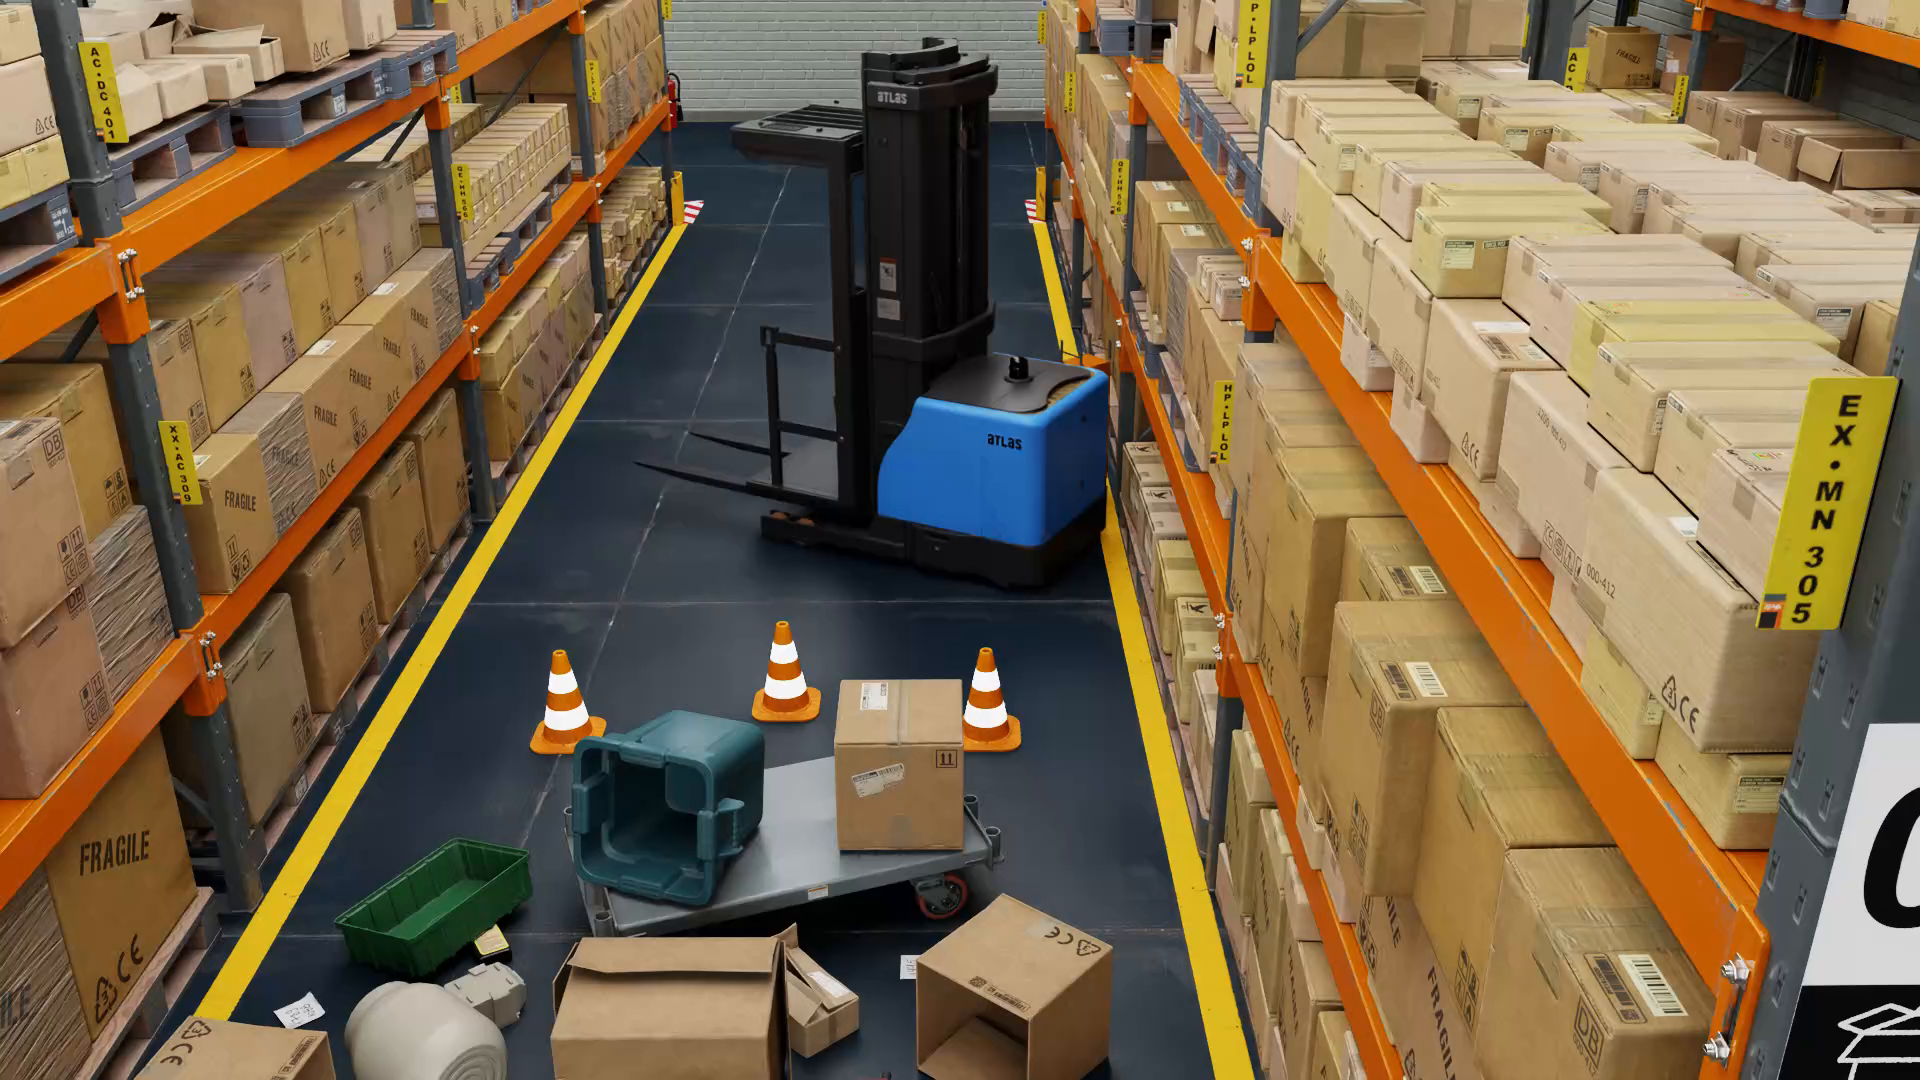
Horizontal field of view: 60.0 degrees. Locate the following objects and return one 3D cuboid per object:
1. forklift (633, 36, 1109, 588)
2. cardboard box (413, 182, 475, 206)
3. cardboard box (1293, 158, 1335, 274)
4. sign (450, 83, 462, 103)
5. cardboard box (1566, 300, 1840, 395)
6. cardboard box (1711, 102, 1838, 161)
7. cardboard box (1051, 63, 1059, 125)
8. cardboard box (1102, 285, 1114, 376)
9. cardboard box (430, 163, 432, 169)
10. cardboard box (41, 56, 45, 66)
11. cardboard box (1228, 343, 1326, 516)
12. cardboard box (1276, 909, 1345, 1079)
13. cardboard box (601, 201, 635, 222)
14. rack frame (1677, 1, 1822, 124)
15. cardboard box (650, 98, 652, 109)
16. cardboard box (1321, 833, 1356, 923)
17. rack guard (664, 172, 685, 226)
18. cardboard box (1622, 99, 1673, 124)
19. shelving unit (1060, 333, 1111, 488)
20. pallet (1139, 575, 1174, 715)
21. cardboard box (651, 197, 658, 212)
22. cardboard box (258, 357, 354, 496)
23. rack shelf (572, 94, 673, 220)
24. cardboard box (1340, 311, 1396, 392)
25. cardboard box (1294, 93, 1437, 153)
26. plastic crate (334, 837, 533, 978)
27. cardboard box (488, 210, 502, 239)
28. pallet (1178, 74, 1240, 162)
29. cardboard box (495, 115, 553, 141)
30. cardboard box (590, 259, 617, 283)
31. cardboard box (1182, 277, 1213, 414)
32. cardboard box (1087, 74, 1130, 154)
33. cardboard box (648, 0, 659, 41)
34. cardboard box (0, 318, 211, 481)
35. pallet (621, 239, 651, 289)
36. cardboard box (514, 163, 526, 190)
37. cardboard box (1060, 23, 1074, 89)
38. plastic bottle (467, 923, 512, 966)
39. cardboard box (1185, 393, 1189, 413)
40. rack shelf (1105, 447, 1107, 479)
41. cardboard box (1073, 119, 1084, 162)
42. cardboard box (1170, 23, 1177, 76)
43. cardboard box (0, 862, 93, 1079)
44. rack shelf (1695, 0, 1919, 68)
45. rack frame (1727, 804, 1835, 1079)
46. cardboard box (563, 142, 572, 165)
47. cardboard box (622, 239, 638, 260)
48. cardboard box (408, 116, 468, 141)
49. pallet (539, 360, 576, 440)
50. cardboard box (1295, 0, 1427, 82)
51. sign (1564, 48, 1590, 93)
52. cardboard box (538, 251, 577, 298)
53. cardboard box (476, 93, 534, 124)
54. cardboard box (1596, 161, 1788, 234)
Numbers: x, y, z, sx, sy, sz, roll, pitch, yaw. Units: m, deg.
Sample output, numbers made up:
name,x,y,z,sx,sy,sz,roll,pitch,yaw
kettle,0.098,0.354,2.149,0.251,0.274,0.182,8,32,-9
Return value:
name,x,y,z,sx,sy,sz,roll,pitch,yaw
forklift,-0.646,-1.477,9.959,3.031,2.935,1.130,12,27,25
cardboard box,-3.268,-2.146,10.427,0.380,0.149,0.250,-1,24,-2
cardboard box,1.287,-0.950,4.892,0.500,0.250,0.500,0,24,-1
sign,-4.037,-3.533,13.370,0.100,0.325,0.005,0,24,-1
cardboard box,1.349,-0.333,3.043,0.380,0.149,0.250,0,24,0
cardboard box,6.205,-3.055,12.733,0.700,0.500,0.500,0,24,0
cardboard box,1.150,-4.284,15.962,0.500,0.500,0.500,0,24,-1
cardboard box,1.559,-1.804,12.667,0.875,0.875,0.875,0,24,1
cardboard box,-3.931,-2.651,11.906,0.380,0.149,0.250,-1,24,-1
cardboard box,-3.575,-1.673,6.220,0.500,0.250,0.500,0,24,0
cardboard box,1.330,-0.366,5.723,0.700,0.500,0.500,-1,24,-1
cardboard box,1.300,1.487,5.239,0.500,0.500,0.500,1,24,2
cardboard box,-3.282,-3.094,15.680,0.380,0.149,0.250,0,24,0
rack frame,6.418,-3.232,13.755,1.000,3.000,0.127,0,24,-1
cardboard box,-3.269,-4.339,16.508,0.380,0.149,0.250,0,24,-1
cardboard box,1.260,0.965,4.780,0.380,0.149,0.250,0,24,-1
rack guard,-3.537,-3.622,17.651,1.175,0.500,0.348,0,24,-1
cardboard box,6.148,-3.714,14.643,0.500,0.250,0.500,0,24,0
shelving unit,0.796,-0.784,10.709,0.252,1.050,0.215,-18,30,-35
pallet,1.515,0.535,8.812,1.003,0.211,1.213,0,24,-1
cardboard box,-3.239,-3.390,16.694,0.380,0.149,0.250,-1,24,-3
cardboard box,-3.153,-0.525,7.649,0.500,0.500,0.500,0,24,-1
rack shelf,-3.516,-3.640,15.532,1.077,0.370,4.000,0,24,-1
cardboard box,1.226,-0.502,4.386,0.380,0.149,0.250,-1,24,-2
cardboard box,1.251,-1.289,5.156,0.380,0.149,0.250,0,24,1
plastic crate,-2.095,1.473,6.695,0.450,0.188,0.662,3,22,31
cardboard box,-3.264,-2.091,11.028,0.380,0.149,0.250,1,24,2
pallet,1.627,-1.875,7.343,1.213,0.211,1.003,0,24,-1
cardboard box,-3.290,-3.110,12.560,0.380,0.149,0.250,-1,24,-2
cardboard box,-3.178,-2.323,14.334,0.380,0.149,0.250,1,24,2
cardboard box,1.301,-0.890,7.586,0.500,0.500,0.500,1,24,1
cardboard box,1.208,-3.110,12.152,0.500,0.500,0.500,-1,24,-2
cardboard box,-3.284,-5.241,16.503,0.500,0.500,0.500,-1,24,-2
cardboard box,-3.418,-0.553,6.498,0.700,0.500,0.500,-1,24,-1
pallet,-3.553,-2.654,15.862,1.003,0.211,1.213,0,24,-1
cardboard box,-3.278,-2.550,11.682,0.380,0.149,0.250,1,24,1
cardboard box,1.161,-4.321,14.829,0.500,0.500,0.500,0,24,0
plastic bottle,-1.895,1.599,6.641,0.133,0.061,0.283,-14,28,-28
cardboard box,1.263,-0.619,7.775,0.380,0.149,0.250,0,24,-1
rack shelf,0.796,-0.521,10.828,0.240,0.259,0.215,-18,30,-35
cardboard box,1.177,-3.185,13.227,0.500,0.250,0.500,-1,24,-2
cardboard box,1.334,-2.629,8.946,0.396,0.266,0.258,0,24,-1
cardboard box,-3.457,1.560,5.229,0.875,0.875,0.875,0,24,0
rack shelf,6.439,-3.446,11.463,1.077,0.370,4.000,0,24,-1
rack frame,1.585,1.737,2.769,1.000,3.000,0.127,0,24,-1
cardboard box,-3.292,-3.058,13.167,0.380,0.149,0.250,-1,24,-2
cardboard box,-3.232,-2.722,15.579,0.380,0.149,0.250,-1,24,-2
cardboard box,-3.941,-3.107,12.553,0.380,0.149,0.250,0,24,0
pallet,-3.468,-1.049,12.312,1.003,0.211,1.213,0,24,-1
cardboard box,1.408,-1.867,6.164,0.500,0.250,0.500,0,24,1
sign,2.084,-1.519,5.701,0.100,0.325,0.005,0,24,-1
cardboard box,-3.241,-2.020,12.691,0.500,0.250,0.500,1,24,2
cardboard box,-3.782,-3.523,13.917,0.500,0.500,0.500,0,24,0
cardboard box,1.845,-0.863,4.215,0.380,0.149,0.250,0,24,0
